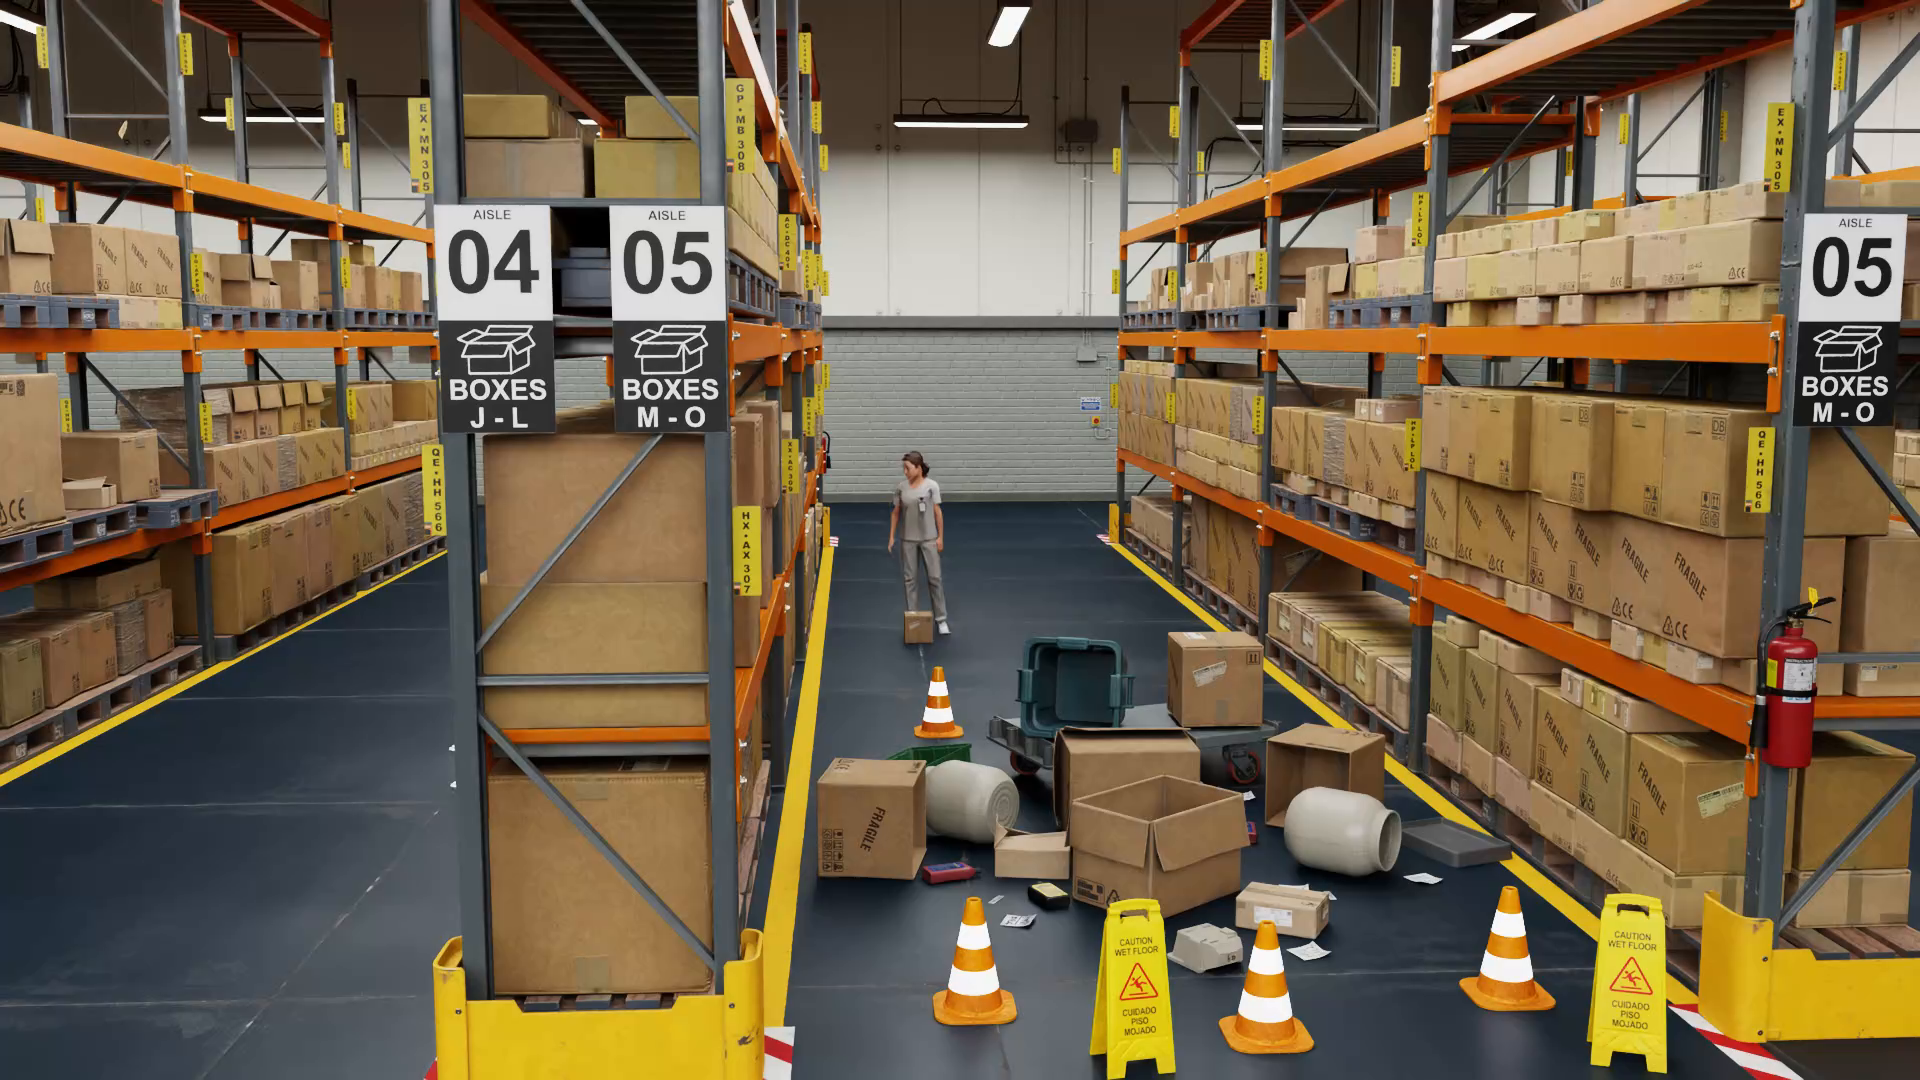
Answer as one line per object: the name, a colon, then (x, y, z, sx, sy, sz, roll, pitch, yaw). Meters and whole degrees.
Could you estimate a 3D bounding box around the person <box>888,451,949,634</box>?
person: (-0.377, 0.019, 15.513, 0.584, 1.695, 0.399, 1, 7, 10)
